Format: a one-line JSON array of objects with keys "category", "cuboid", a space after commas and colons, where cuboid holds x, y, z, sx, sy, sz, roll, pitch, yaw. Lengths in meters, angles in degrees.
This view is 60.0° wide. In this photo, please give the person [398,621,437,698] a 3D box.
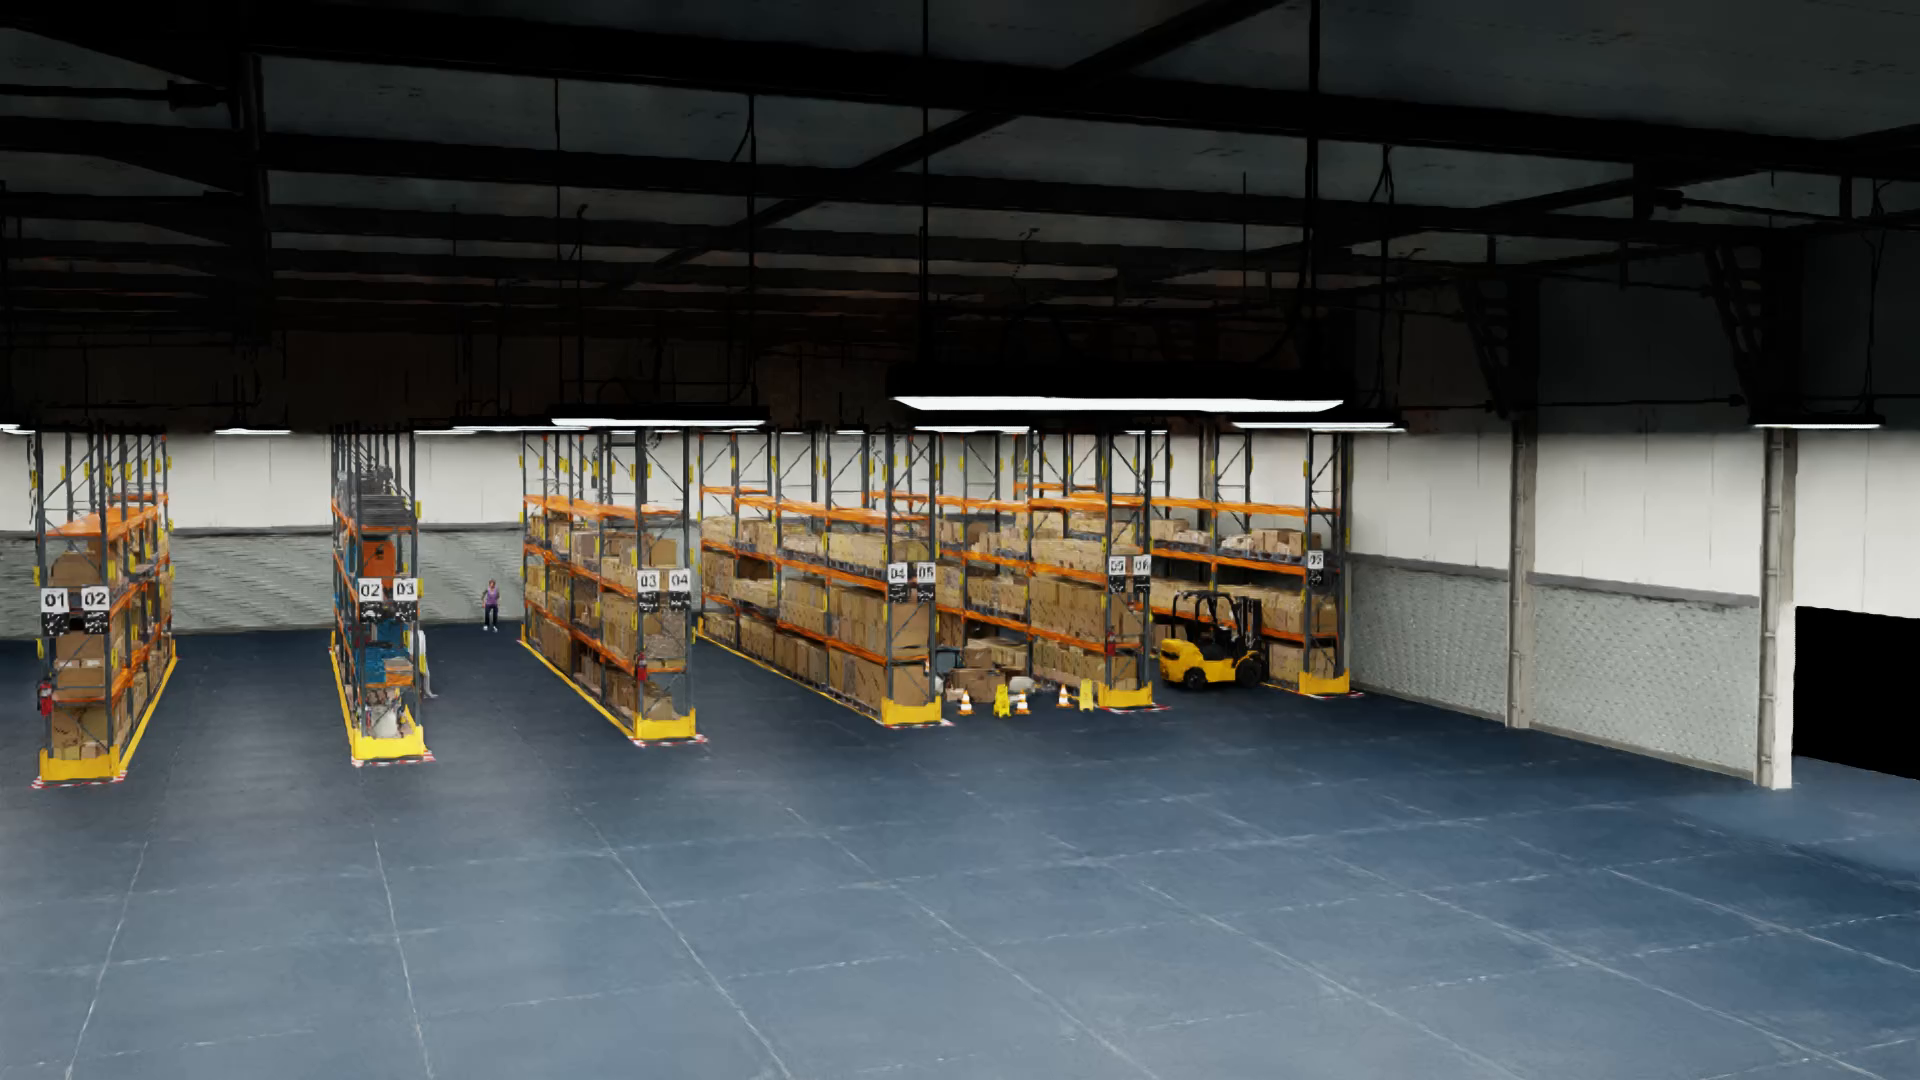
[{"category": "person", "cuboid": [-11.903, 2.593, 36.184, 0.717, 1.712, 0.899, -3, 5, -38]}]

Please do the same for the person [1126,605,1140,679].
[{"category": "person", "cuboid": [4.004, 2.403, 39.252, 0.493, 1.713, 0.577, 0, 4, 7]}]

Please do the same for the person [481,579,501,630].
[{"category": "person", "cuboid": [-13.793, 1.904, 48.928, 0.566, 1.541, 0.519, -2, 4, -24]}]
